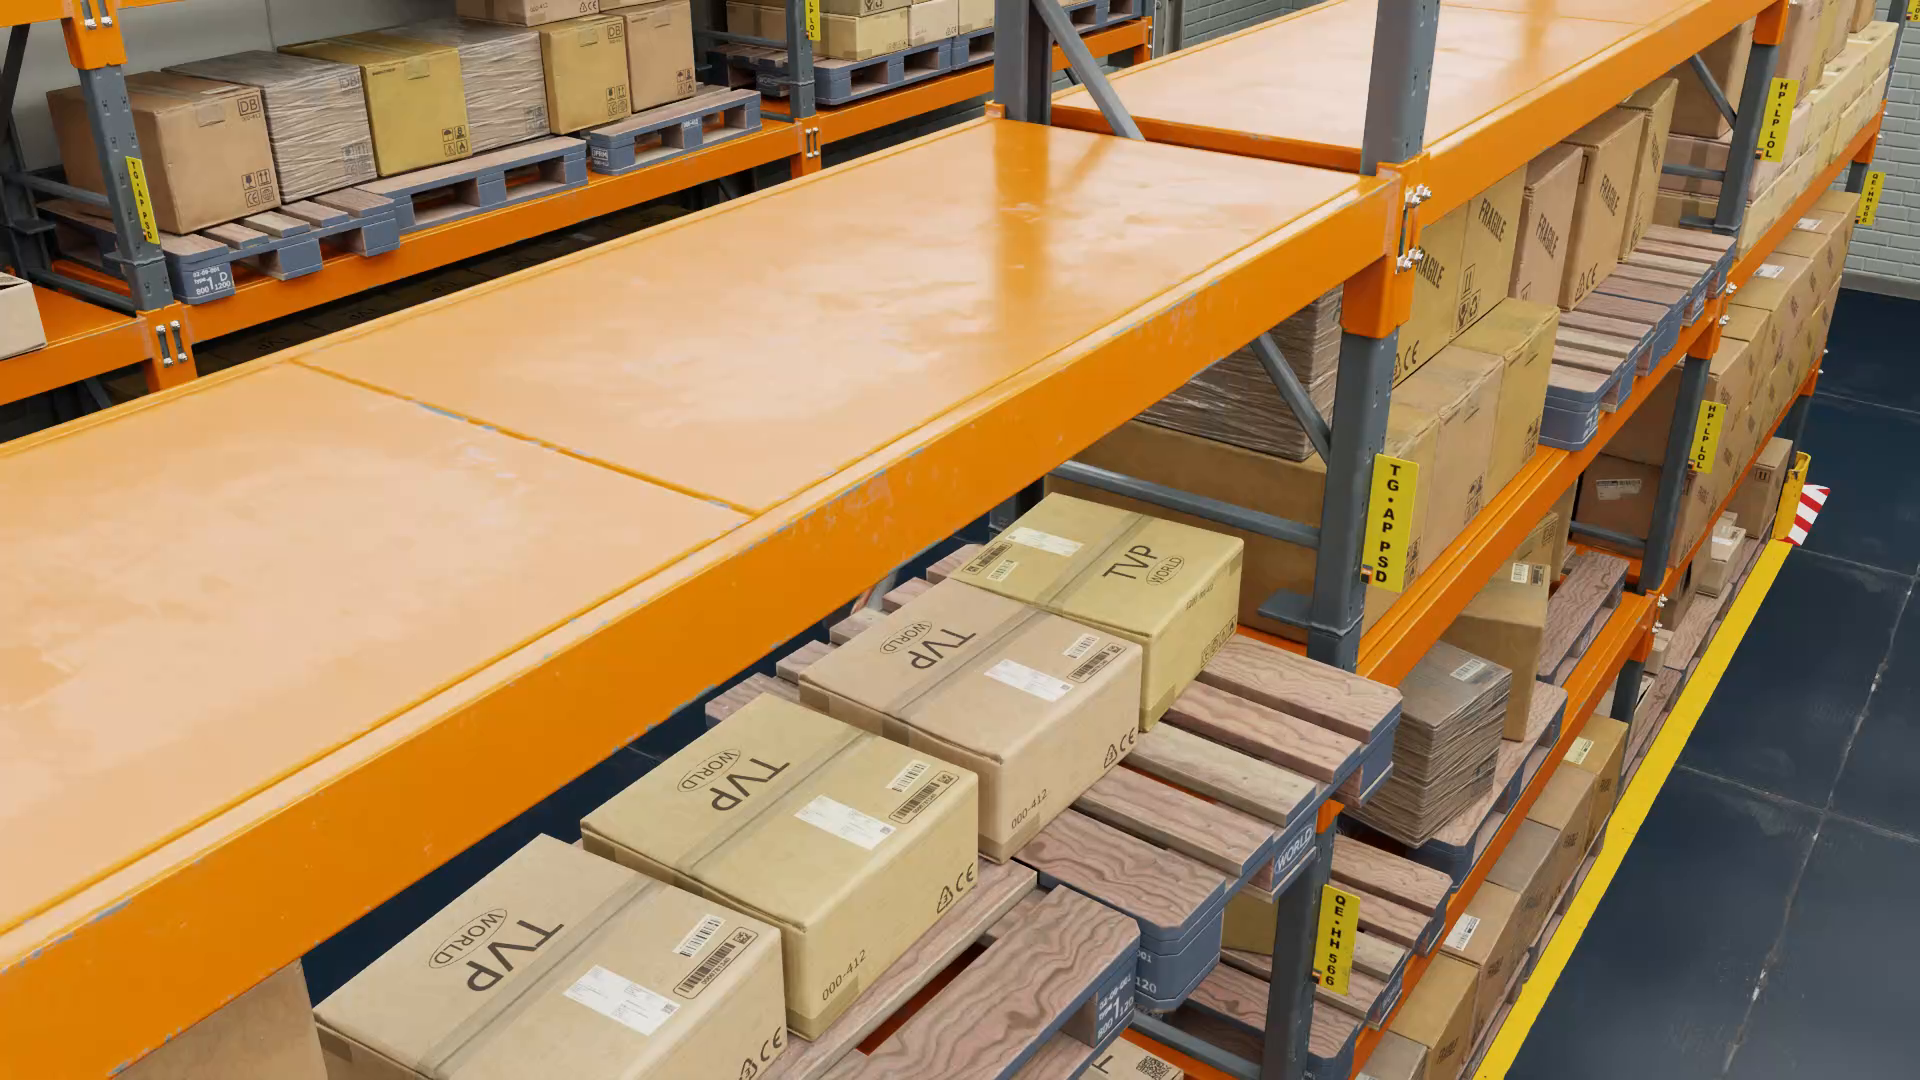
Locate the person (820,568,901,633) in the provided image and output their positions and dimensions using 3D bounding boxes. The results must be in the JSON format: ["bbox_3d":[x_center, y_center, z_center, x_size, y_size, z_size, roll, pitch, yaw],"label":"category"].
[{"bbox_3d":[-0.559,0.161,9.218,0.493,1.304,0.683,17,32,30],"label":"person"}]
